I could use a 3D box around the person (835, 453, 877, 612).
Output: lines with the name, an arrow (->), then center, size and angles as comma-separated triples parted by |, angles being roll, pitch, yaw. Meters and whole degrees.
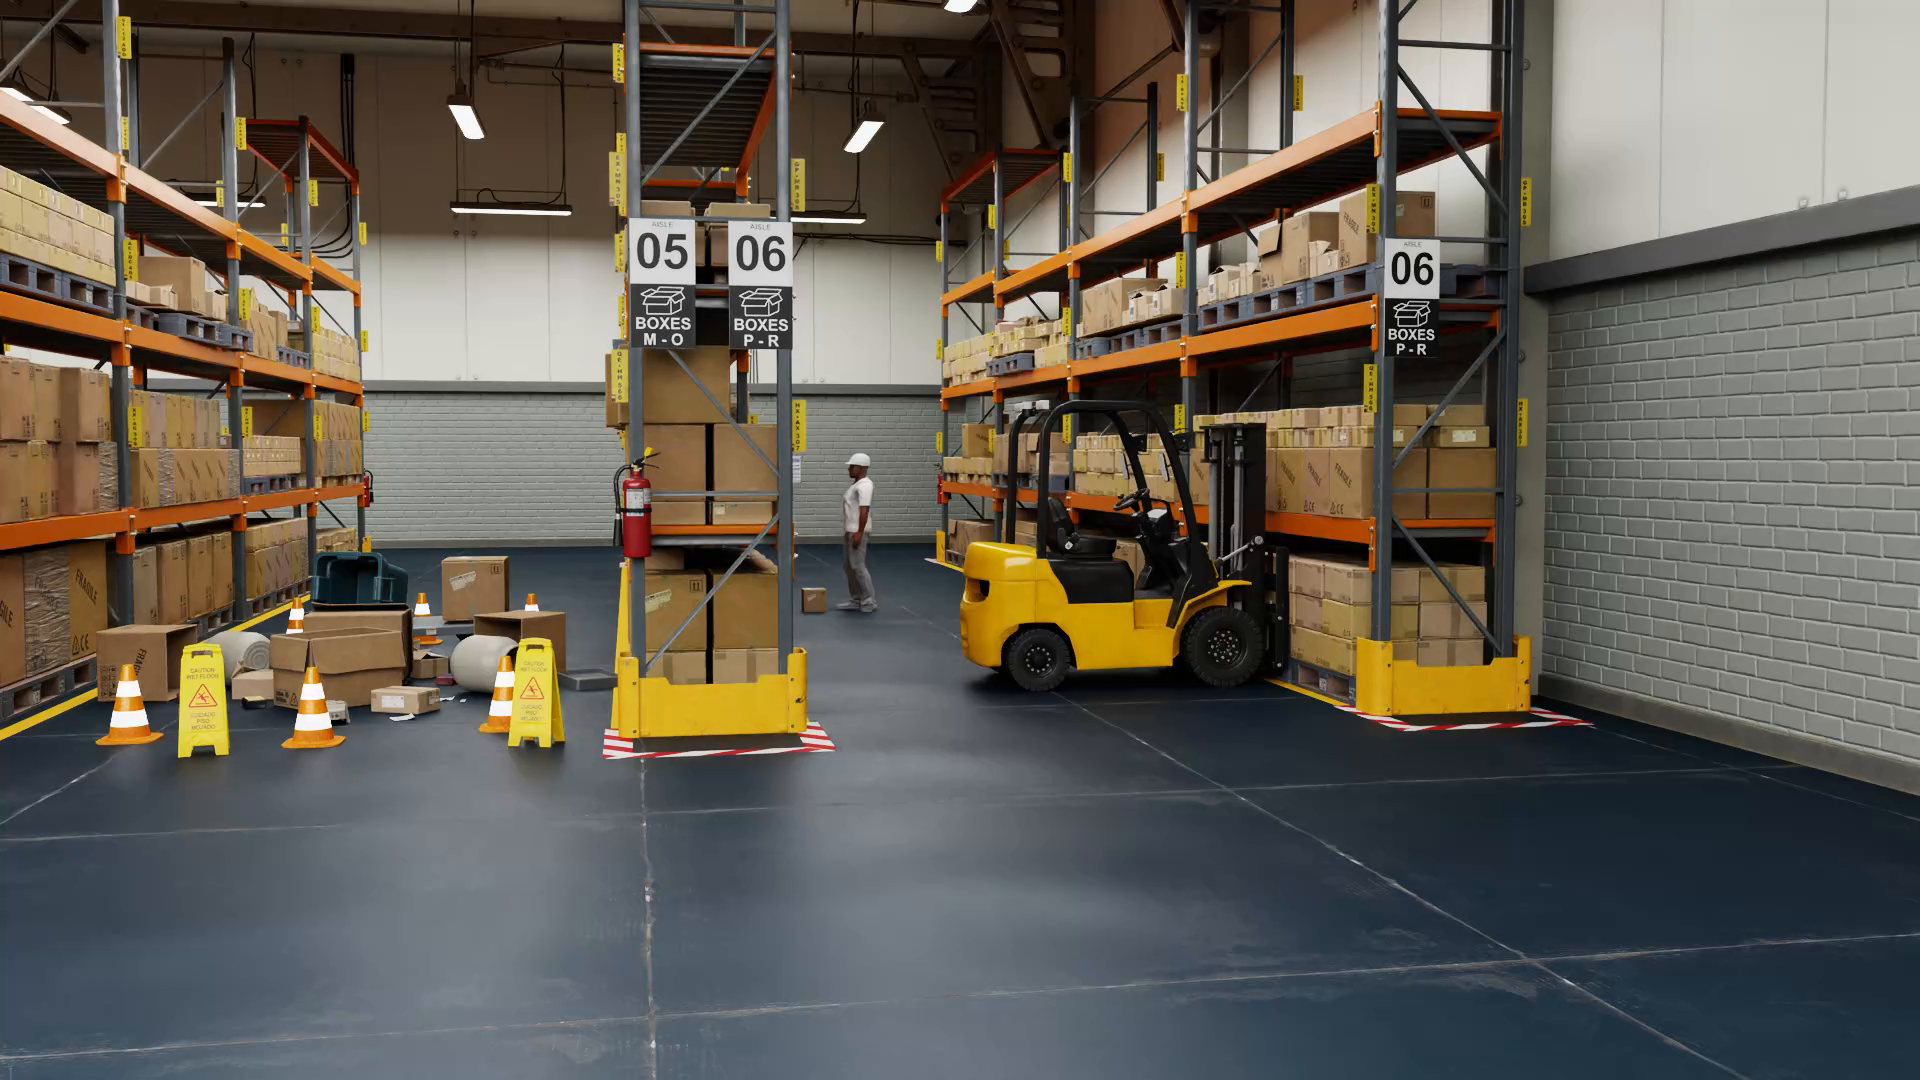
person -> -1.164, -0.051, 18.608 | 0.446, 1.833, 0.571 | -1, 3, -11
